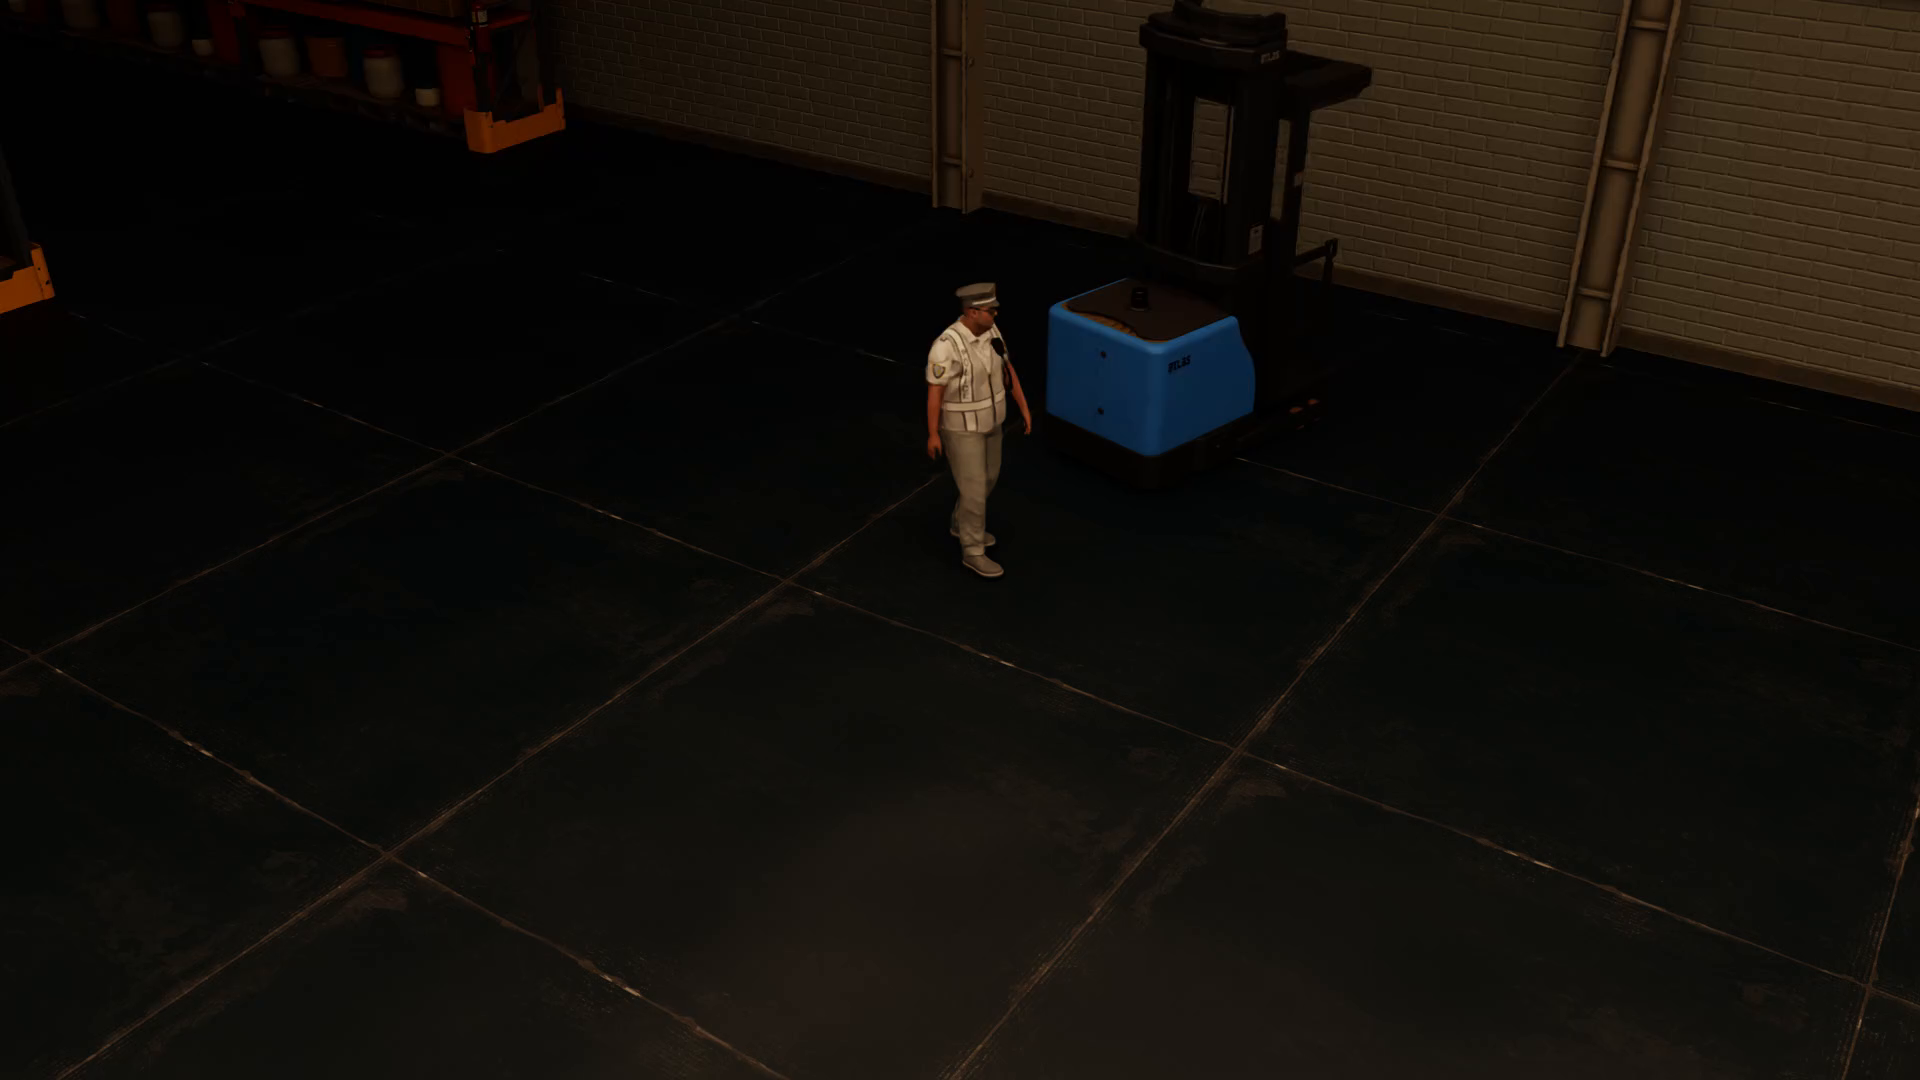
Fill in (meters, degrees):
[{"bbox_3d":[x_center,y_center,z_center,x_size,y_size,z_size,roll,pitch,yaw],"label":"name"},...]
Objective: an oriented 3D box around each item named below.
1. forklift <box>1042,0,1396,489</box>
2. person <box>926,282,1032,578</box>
[{"bbox_3d":[1.997,-2.223,11.410,3.031,2.935,1.130,-25,38,-36],"label":"forklift"},{"bbox_3d":[0.155,-0.682,9.947,0.621,1.736,0.682,23,37,34],"label":"person"}]
